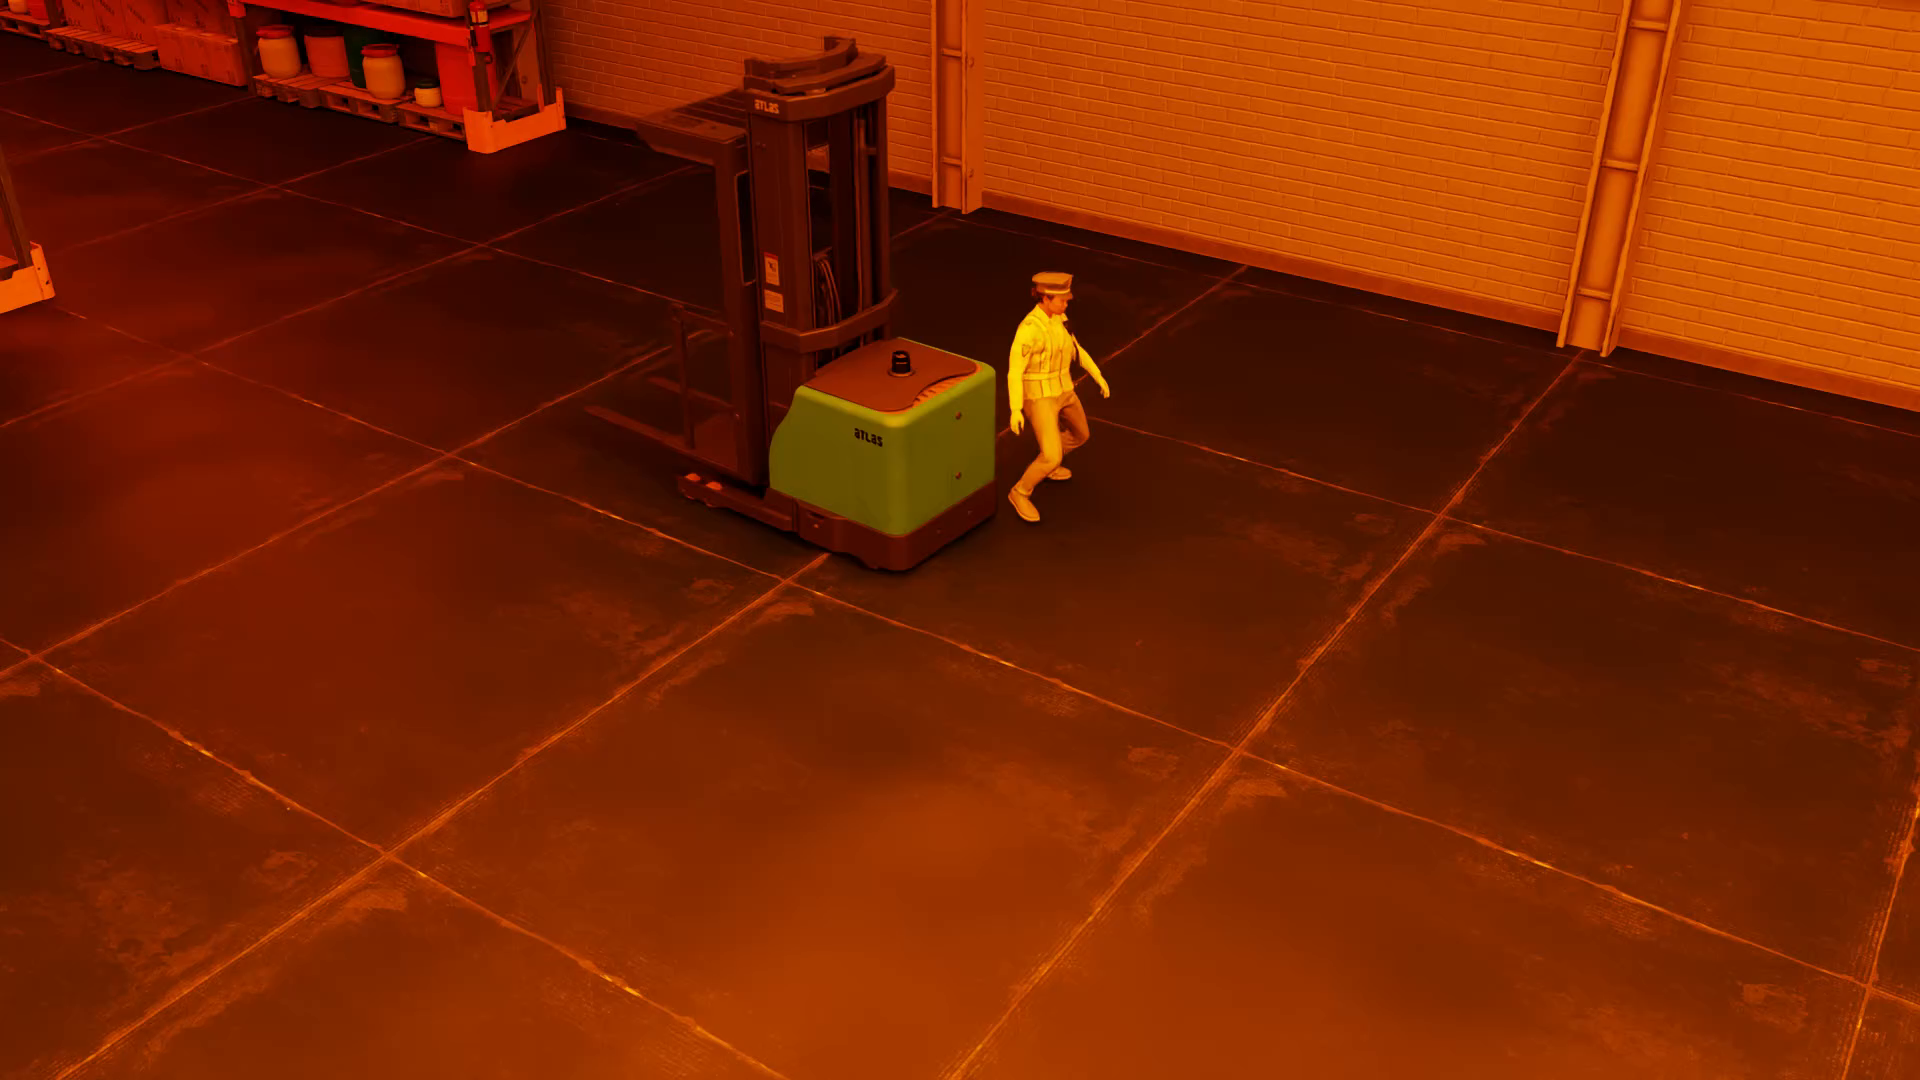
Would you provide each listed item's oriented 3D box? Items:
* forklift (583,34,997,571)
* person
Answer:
[{"bbox_3d":[-1.240,-1.667,10.452,3.031,2.935,1.130,21,36,32],"label":"forklift"},{"bbox_3d":[0.577,-0.947,10.562,0.568,1.533,0.815,23,37,34],"label":"person"}]
